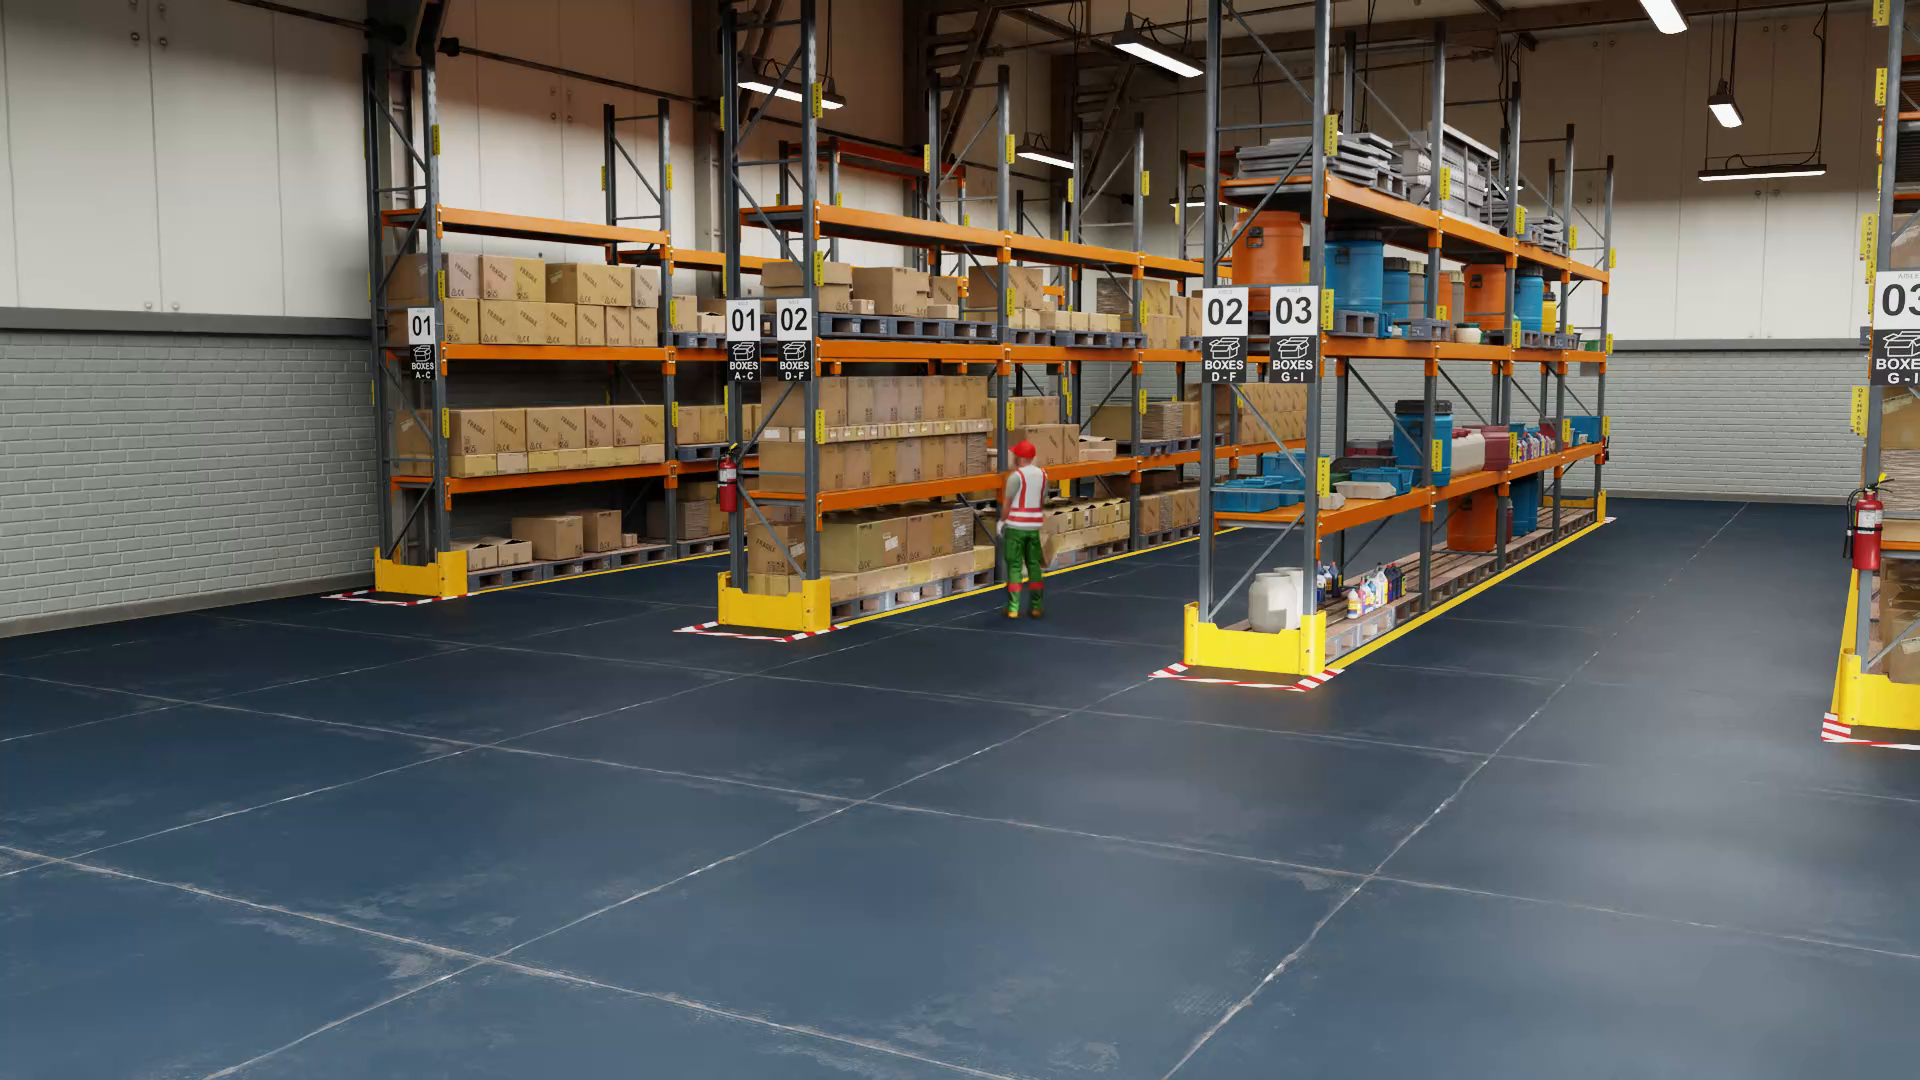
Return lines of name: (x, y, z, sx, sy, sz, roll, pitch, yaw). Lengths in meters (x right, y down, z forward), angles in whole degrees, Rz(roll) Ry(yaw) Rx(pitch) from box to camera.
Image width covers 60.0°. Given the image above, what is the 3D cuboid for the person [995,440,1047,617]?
person: (0.633, -0.122, 16.936, 0.586, 1.799, 0.446, -5, 8, -40)
